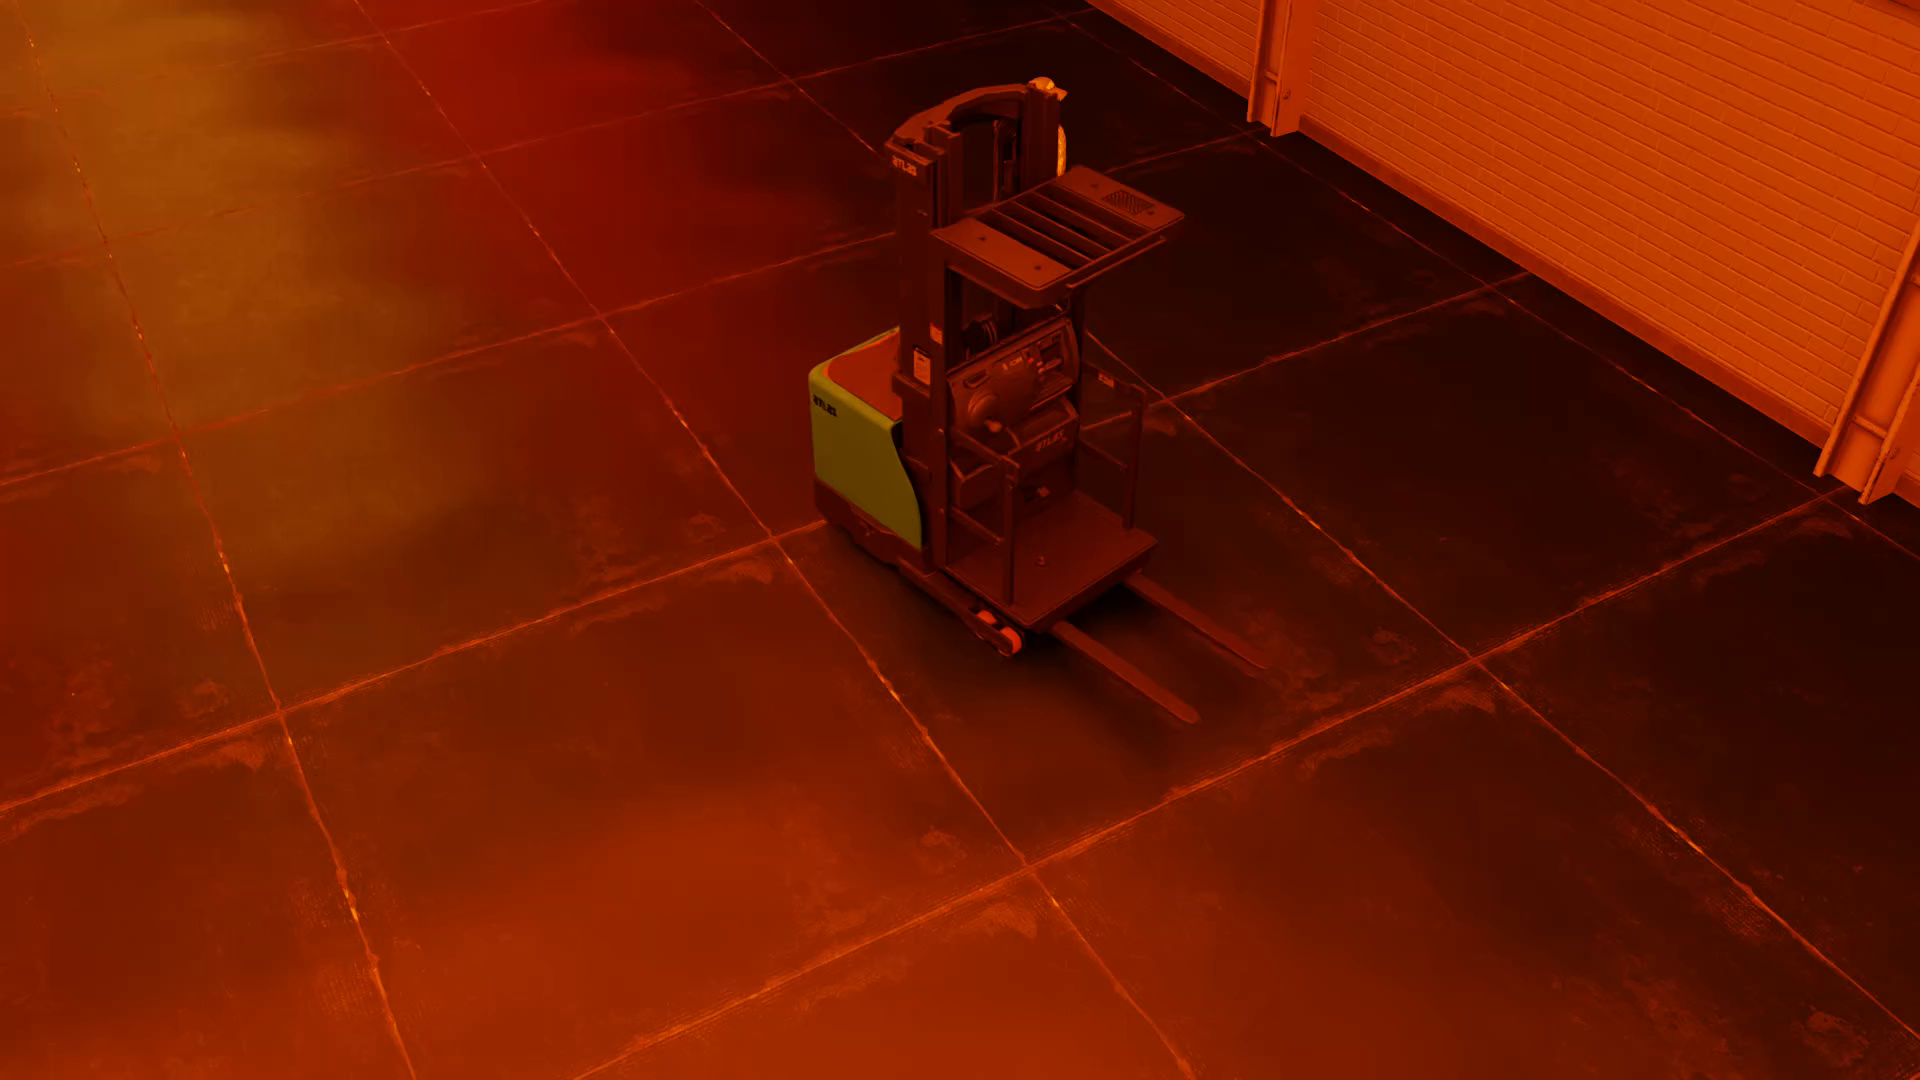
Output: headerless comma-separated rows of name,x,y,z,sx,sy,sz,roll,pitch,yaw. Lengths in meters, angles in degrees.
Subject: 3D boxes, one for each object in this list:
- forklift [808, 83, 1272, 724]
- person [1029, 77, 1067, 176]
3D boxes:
forklift,0.449,-0.835,9.043,1.130,2.935,3.031,-31,49,-32
person,0.582,-2.582,12.145,0.388,1.668,0.479,1,40,1
